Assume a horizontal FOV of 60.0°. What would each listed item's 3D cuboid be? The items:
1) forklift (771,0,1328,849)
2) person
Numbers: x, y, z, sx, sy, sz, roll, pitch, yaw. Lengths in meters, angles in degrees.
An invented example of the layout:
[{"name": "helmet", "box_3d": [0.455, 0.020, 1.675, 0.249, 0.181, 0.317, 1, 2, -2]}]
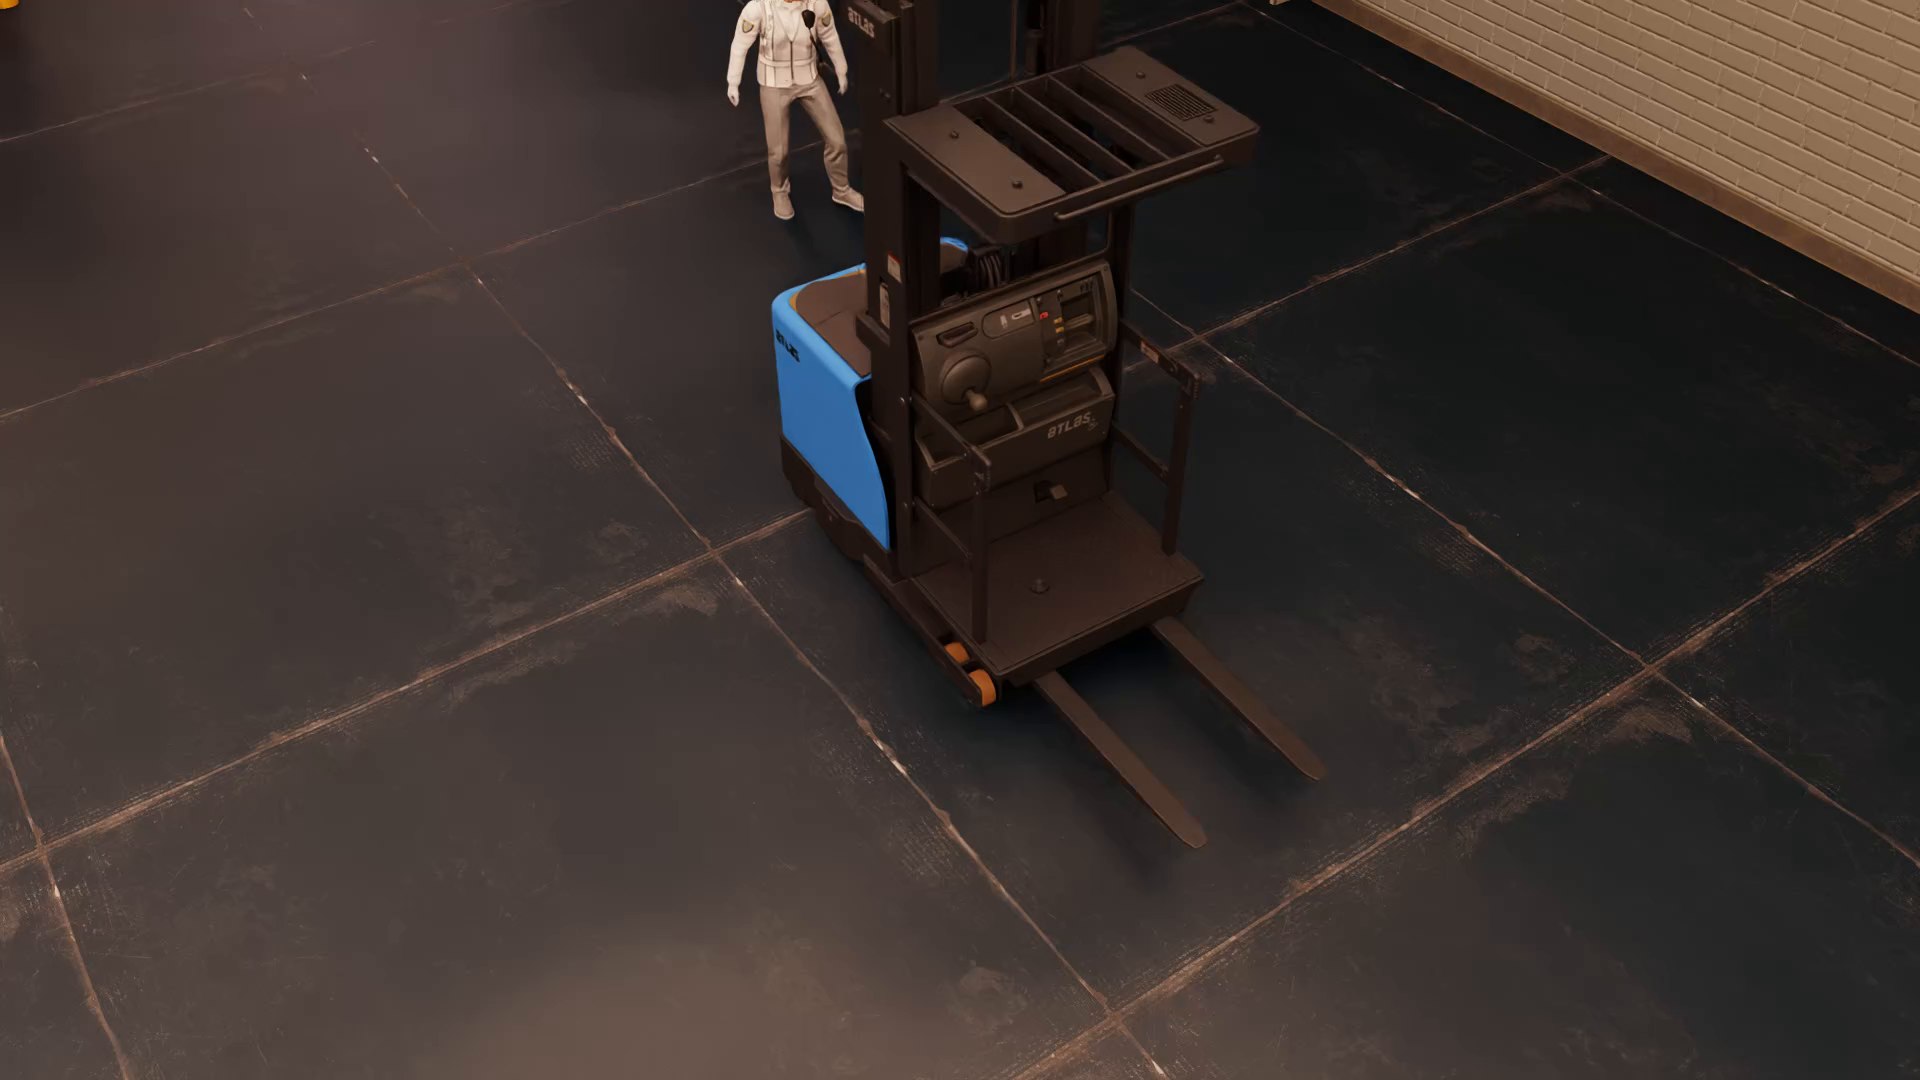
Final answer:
[{"name": "forklift", "box_3d": [0.351, -0.731, 6.508, 1.130, 2.935, 3.031, -24, 48, -23]}, {"name": "person", "box_3d": [-0.926, -2.599, 9.504, 0.795, 1.637, 0.394, -12, 44, -12]}]
